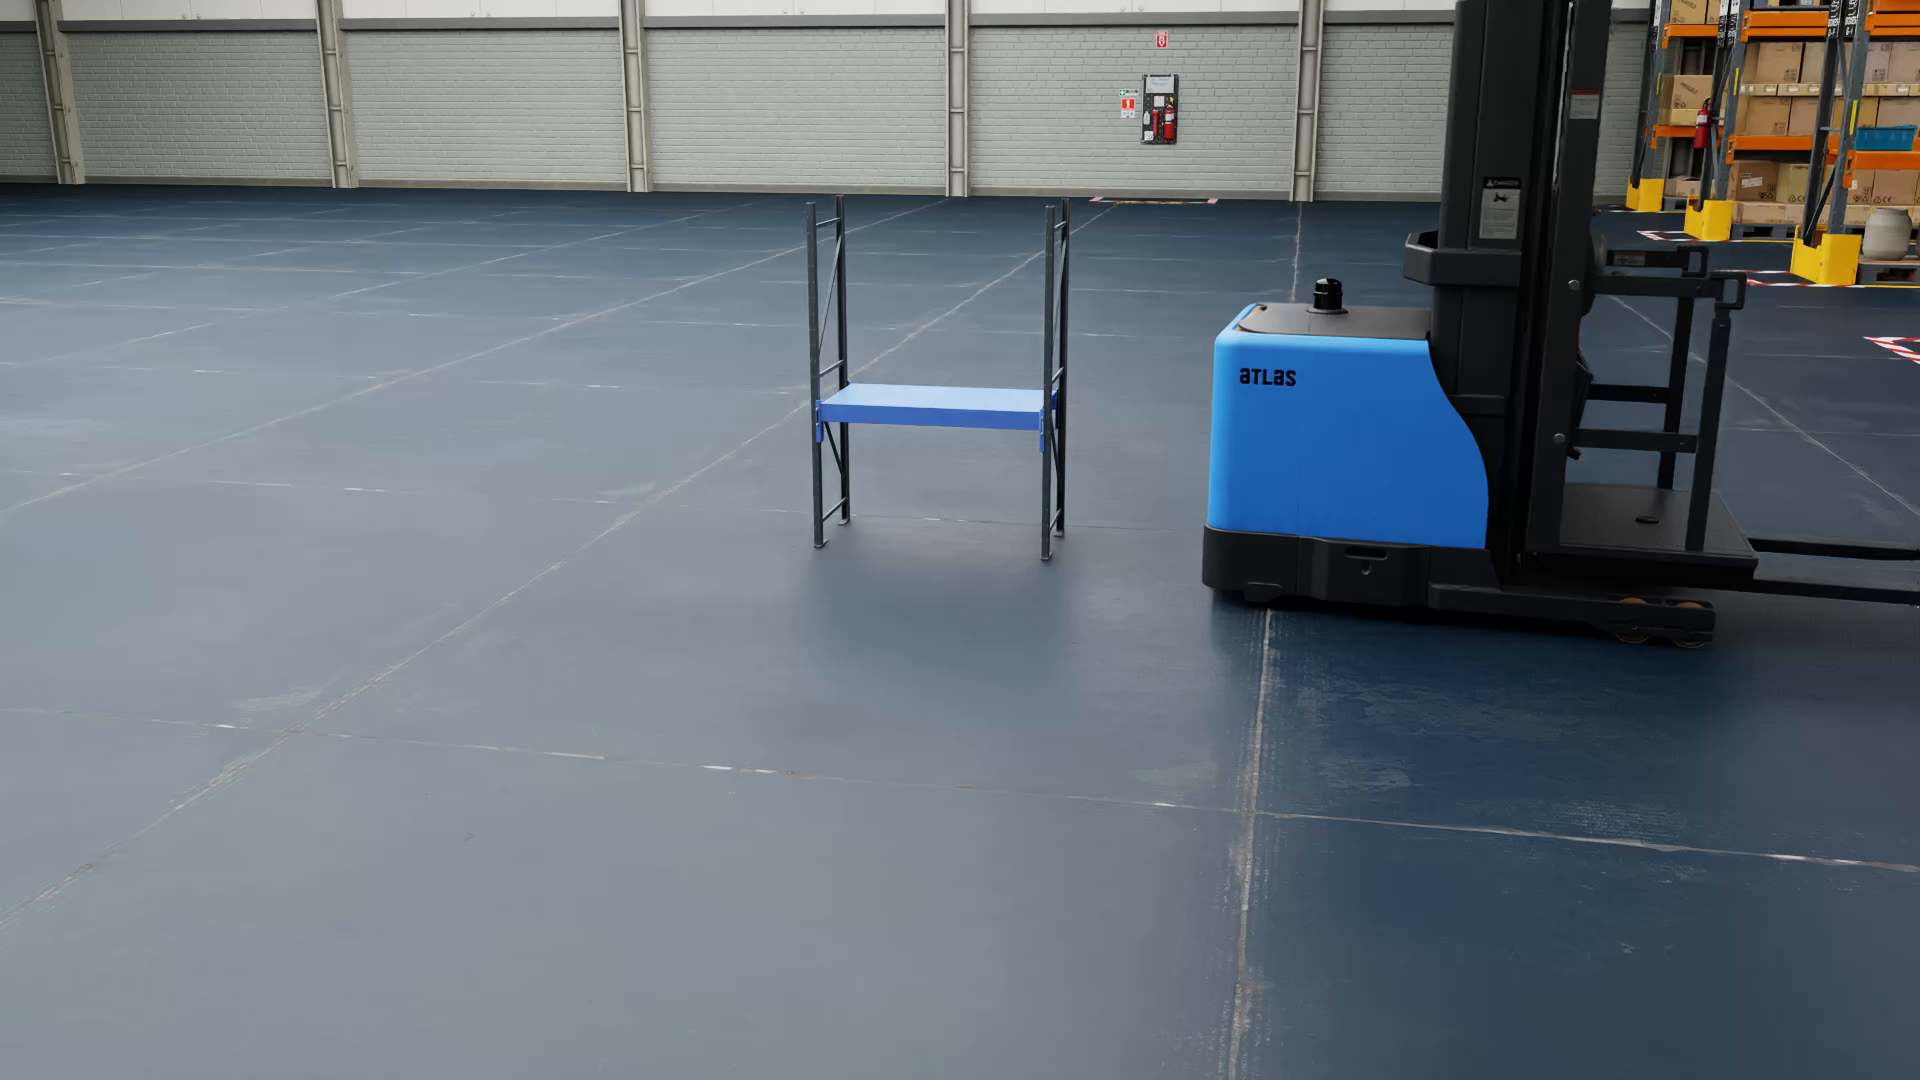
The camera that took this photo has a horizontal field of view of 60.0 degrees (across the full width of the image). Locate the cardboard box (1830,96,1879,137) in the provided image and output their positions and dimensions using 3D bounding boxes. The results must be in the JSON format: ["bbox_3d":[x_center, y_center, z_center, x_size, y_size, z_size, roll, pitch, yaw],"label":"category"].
[{"bbox_3d":[11.341,-5.425,21.269,0.500,0.500,0.700,3,16,11],"label":"cardboard box"}]

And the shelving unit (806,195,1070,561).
[{"bbox_3d":[-0.084,-0.727,7.308,1.048,1.500,0.538,3,16,11],"label":"shelving unit"}]

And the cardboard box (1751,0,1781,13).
[{"bbox_3d":[12.176,-8.111,25.310,0.500,0.500,0.500,4,16,14],"label":"cardboard box"}]

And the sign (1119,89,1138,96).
[{"bbox_3d":[2.915,-7.731,28.724,0.331,0.109,0.001,3,16,11],"label":"sign"}]

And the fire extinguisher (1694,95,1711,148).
[{"bbox_3d":[9.862,-5.550,22.053,0.183,0.674,0.296,3,16,11],"label":"fire extinguisher"}]

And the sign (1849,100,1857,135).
[{"bbox_3d":[8.781,-4.153,16.348,0.005,0.325,0.100,3,16,11],"label":"sign"}]

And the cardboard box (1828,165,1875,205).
[{"bbox_3d":[11.349,-4.562,21.301,0.500,0.500,0.500,3,16,11],"label":"cardboard box"}]

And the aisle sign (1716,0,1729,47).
[{"bbox_3d":[9.880,-6.792,21.524,0.004,0.787,0.394,3,16,11],"label":"aisle sign"}]

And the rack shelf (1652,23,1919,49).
[{"bbox_3d":[12.829,-7.748,25.571,4.000,0.370,1.077,3,16,11],"label":"rack shelf"}]

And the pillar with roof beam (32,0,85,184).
[{"bbox_3d":[-18.529,-10.305,27.837,0.400,9.000,9.100,3,16,11],"label":"pillar with roof beam"}]

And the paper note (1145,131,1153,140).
[{"bbox_3d":[3.274,-7.008,28.822,0.142,0.148,0.016,3,16,11],"label":"paper note"}]

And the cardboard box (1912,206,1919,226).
[{"bbox_3d":[12.326,-4.143,21.194,0.500,0.250,0.500,3,16,11],"label":"cardboard box"}]

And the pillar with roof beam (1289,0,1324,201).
[{"bbox_3d":[4.990,-9.028,23.228,0.400,9.000,9.100,3,16,11],"label":"pillar with roof beam"}]

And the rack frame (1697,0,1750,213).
[{"bbox_3d":[9.885,-5.459,21.581,0.127,3.000,1.000,3,16,11],"label":"rack frame"}]

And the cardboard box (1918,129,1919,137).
[{"bbox_3d":[12.360,-5.371,21.074,0.500,0.500,0.700,3,16,12],"label":"cardboard box"}]

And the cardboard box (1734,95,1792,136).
[{"bbox_3d":[10.340,-5.479,21.466,0.500,0.500,0.700,3,16,11],"label":"cardboard box"}]

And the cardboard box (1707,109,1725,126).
[{"bbox_3d":[11.795,-6.560,25.797,0.500,0.250,0.500,3,16,9],"label":"cardboard box"}]

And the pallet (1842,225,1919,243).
[{"bbox_3d":[11.835,-4.020,21.610,1.213,0.211,1.003,3,16,11],"label":"pallet"}]

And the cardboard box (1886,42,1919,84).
[{"bbox_3d":[11.894,-6.022,20.995,0.500,0.500,0.700,3,16,11],"label":"cardboard box"}]

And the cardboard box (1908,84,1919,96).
[{"bbox_3d":[11.991,-5.647,20.856,0.250,0.149,0.380,4,16,13],"label":"cardboard box"}]

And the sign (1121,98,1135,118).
[{"bbox_3d":[2.912,-7.478,28.804,0.234,0.329,0.001,3,16,11],"label":"sign"}]

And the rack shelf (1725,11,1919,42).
[{"bbox_3d":[11.845,-6.452,20.893,4.000,0.370,1.077,3,16,11],"label":"rack shelf"}]

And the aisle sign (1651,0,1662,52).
[{"bbox_3d":[10.739,-7.933,25.643,0.004,0.787,0.394,3,16,11],"label":"aisle sign"}]

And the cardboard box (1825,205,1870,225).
[{"bbox_3d":[11.347,-4.197,21.390,0.500,0.250,0.500,3,16,11],"label":"cardboard box"}]

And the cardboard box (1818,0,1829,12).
[{"bbox_3d":[13.201,-8.058,25.119,0.500,0.500,0.500,2,16,9],"label":"cardboard box"}]

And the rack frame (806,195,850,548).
[{"bbox_3d":[-0.582,-0.754,7.406,0.032,1.500,0.500,3,16,11],"label":"rack frame"}]

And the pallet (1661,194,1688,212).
[{"bbox_3d":[11.732,-5.355,26.428,1.213,0.211,1.003,3,16,11],"label":"pallet"}]

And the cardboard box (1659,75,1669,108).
[{"bbox_3d":[11.373,-7.085,26.287,0.500,0.500,0.500,3,16,10],"label":"cardboard box"}]

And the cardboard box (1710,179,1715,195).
[{"bbox_3d":[12.088,-5.581,26.233,0.500,0.311,0.500,4,16,16],"label":"cardboard box"}]

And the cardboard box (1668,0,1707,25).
[{"bbox_3d":[11.147,-8.175,25.543,0.500,0.500,0.500,4,16,13],"label":"cardboard box"}]

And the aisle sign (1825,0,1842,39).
[{"bbox_3d":[8.883,-5.498,16.851,0.004,0.787,0.394,3,16,11],"label":"aisle sign"}]

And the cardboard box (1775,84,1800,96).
[{"bbox_3d":[10.486,-5.729,21.154,0.250,0.149,0.380,3,16,10],"label":"cardboard box"}]

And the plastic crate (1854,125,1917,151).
[{"bbox_3d":[9.445,-4.144,17.110,0.616,0.251,0.499,3,16,11],"label":"plastic crate"}]

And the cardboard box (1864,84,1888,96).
[{"bbox_3d":[11.489,-5.675,20.957,0.250,0.149,0.380,3,16,10],"label":"cardboard box"}]

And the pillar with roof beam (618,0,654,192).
[{"bbox_3d":[-6.770,-9.667,25.533,0.400,9.000,9.100,3,16,11],"label":"pillar with roof beam"}]

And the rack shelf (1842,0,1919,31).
[{"bbox_3d":[10.855,-5.156,16.215,4.000,0.370,1.077,3,16,11],"label":"rack shelf"}]

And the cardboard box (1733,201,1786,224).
[{"bbox_3d":[10.367,-4.250,21.579,0.500,0.250,0.500,3,16,11],"label":"cardboard box"}]

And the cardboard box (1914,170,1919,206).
[{"bbox_3d":[12.329,-4.508,21.106,0.500,0.500,0.500,3,16,11],"label":"cardboard box"}]

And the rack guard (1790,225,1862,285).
[{"bbox_3d":[8.978,-2.967,17.267,0.348,0.500,1.175,3,16,11],"label":"rack guard"}]

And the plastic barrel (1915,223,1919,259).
[{"bbox_3d":[10.046,-3.125,17.029,0.421,0.512,0.421,0,15,0],"label":"plastic barrel"}]

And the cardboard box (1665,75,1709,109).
[{"bbox_3d":[11.277,-6.950,25.802,0.500,0.500,0.500,3,16,11],"label":"cardboard box"}]

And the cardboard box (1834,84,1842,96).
[{"bbox_3d":[10.977,-5.702,21.054,0.250,0.149,0.380,3,16,10],"label":"cardboard box"}]

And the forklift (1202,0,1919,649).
[{"bbox_3d":[2.537,-1.175,6.242,3.031,2.935,1.130,5,16,16],"label":"forklift"}]

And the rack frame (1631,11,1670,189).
[{"bbox_3d":[10.869,-6.755,26.260,0.127,3.000,1.000,3,16,11],"label":"rack frame"}]

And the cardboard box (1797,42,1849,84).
[{"bbox_3d":[10.909,-6.075,21.187,0.500,0.500,0.700,3,16,10],"label":"cardboard box"}]
